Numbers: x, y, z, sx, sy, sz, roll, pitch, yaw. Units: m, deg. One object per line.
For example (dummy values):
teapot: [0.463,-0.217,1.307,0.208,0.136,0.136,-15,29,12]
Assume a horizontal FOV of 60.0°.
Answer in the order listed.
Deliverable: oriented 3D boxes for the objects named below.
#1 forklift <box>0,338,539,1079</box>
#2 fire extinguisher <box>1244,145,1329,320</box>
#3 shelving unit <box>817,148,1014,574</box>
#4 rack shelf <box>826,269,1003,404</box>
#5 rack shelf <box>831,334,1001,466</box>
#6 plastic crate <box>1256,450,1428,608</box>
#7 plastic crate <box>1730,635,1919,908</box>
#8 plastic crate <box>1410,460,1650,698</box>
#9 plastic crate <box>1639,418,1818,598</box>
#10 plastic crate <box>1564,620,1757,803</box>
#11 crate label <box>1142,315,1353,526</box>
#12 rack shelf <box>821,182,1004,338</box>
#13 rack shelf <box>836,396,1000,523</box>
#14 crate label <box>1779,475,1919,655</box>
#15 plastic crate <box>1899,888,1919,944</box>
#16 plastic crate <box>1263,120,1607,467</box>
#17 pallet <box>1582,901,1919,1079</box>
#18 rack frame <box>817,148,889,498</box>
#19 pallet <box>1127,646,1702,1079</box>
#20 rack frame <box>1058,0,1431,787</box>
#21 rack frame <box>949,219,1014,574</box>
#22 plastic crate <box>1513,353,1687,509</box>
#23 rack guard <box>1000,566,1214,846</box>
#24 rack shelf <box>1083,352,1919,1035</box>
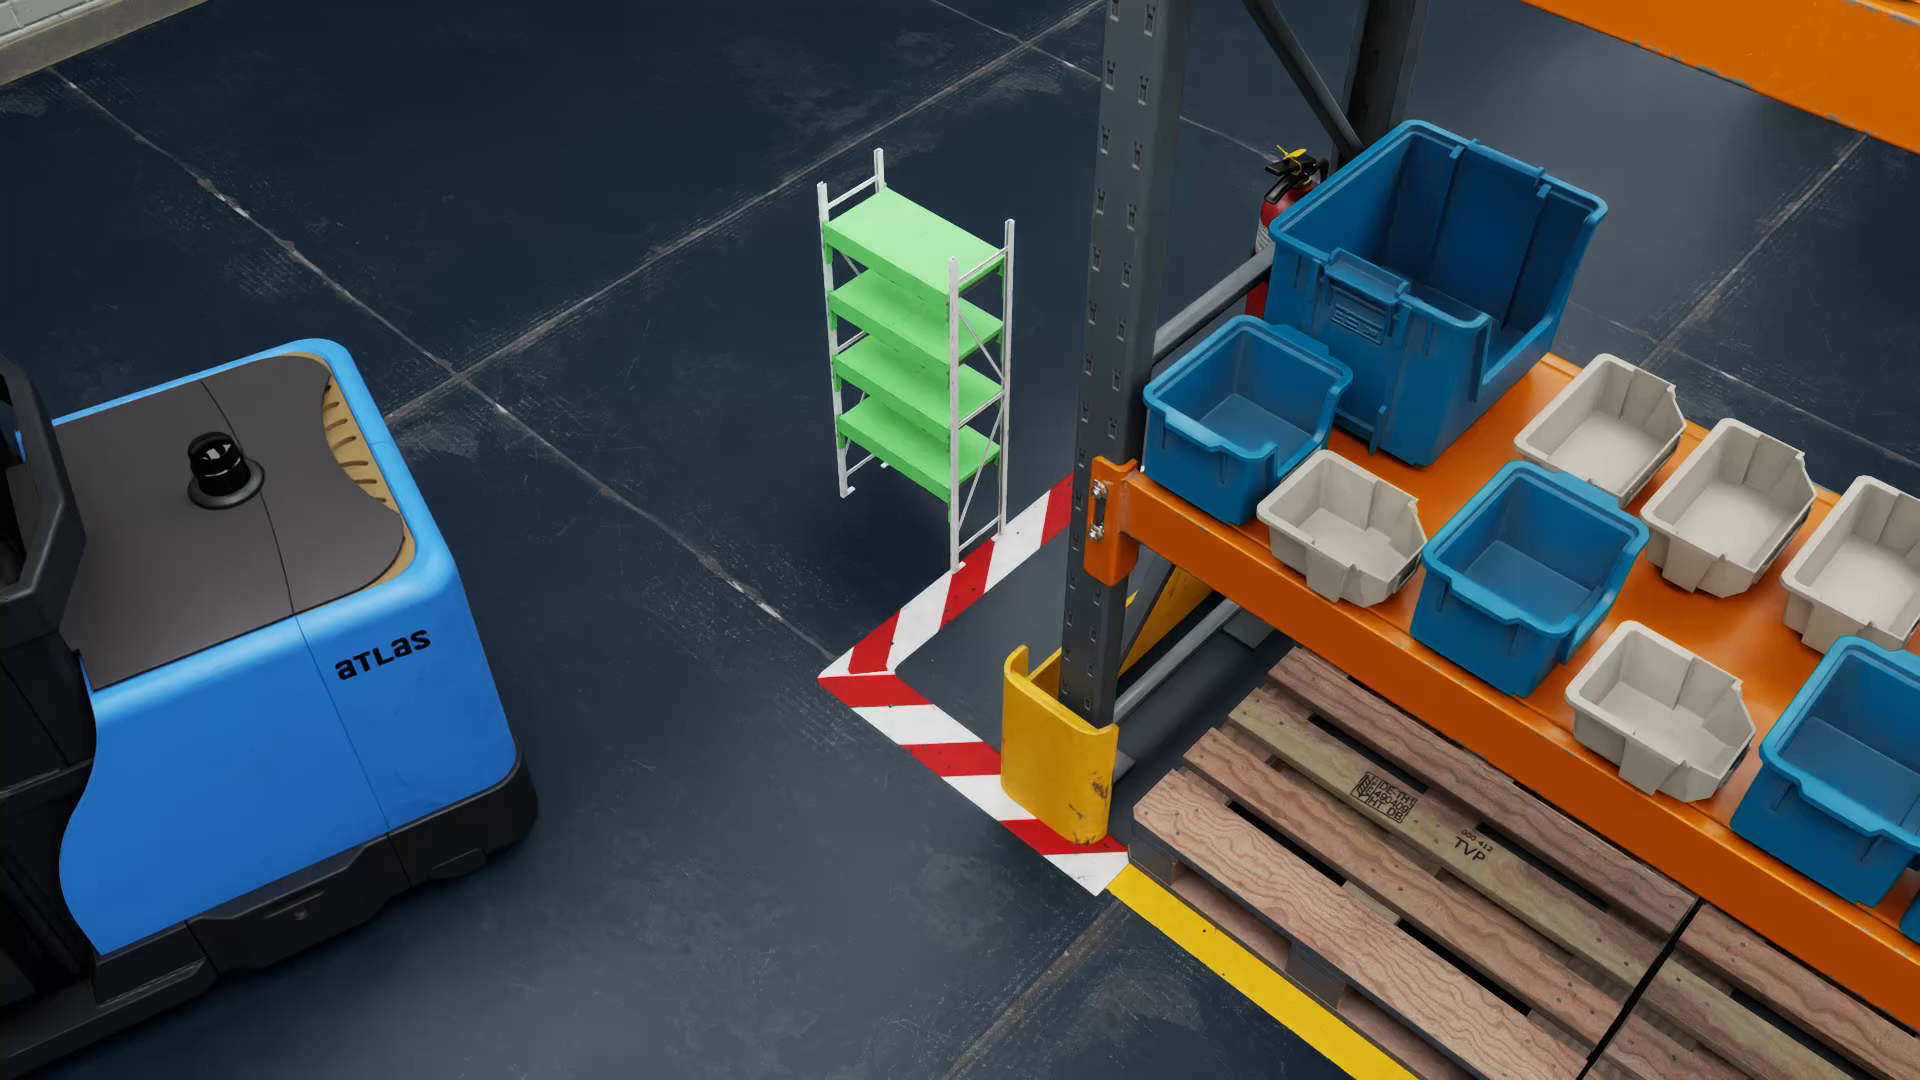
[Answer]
forklift: [-2.665,0.031,3.210,3.031,2.935,1.130,-23,51,-20]
fire extinguisher: [0.832,-0.741,4.197,0.183,0.674,0.296,34,55,28]
shelving unit: [-0.122,-0.493,4.889,0.503,1.200,0.258,34,55,28]
rack shelf: [-0.122,-0.613,4.761,0.480,0.148,0.258,34,55,28]
rack shelf: [-0.122,-0.449,4.936,0.480,0.148,0.258,34,55,28]
plastic crate: [0.772,-0.006,3.338,0.298,0.136,0.250,34,55,28]
plastic crate: [1.560,0.409,2.882,0.300,0.233,0.416,34,55,28]
plastic crate: [1.076,0.084,3.188,0.300,0.233,0.416,34,55,28]
plastic crate: [1.560,-0.050,3.379,0.243,0.136,0.396,34,55,28]
plastic crate: [1.271,0.329,3.023,0.298,0.136,0.250,34,55,28]
crate label: [0.593,-0.242,3.493,0.303,0.233,0.416,34,55,28]
rack shelf: [-0.122,-0.778,4.586,0.480,0.148,0.258,34,55,28]
rack shelf: [-0.122,-0.285,5.111,0.480,0.148,0.258,34,55,28]
crate label: [1.781,0.075,3.262,0.243,0.136,0.396,34,55,28]
plastic crate: [1.781,0.558,2.743,0.300,0.233,0.416,34,55,28]
plastic crate: [1.007,-0.544,3.638,0.499,0.435,0.616,34,55,28]
pallet: [2.106,1.409,3.782,1.213,0.211,1.003,34,55,28]
rack frame: [-0.301,-0.613,5.003,0.015,1.200,0.240,34,55,28]
pallet: [1.214,0.806,4.348,1.213,0.211,1.003,34,55,28]
rack frame: [0.634,-0.577,3.734,0.127,3.000,1.000,34,55,28]
rack frame: [0.058,-0.372,4.776,0.015,1.200,0.240,34,55,28]
plastic crate: [1.357,-0.201,3.521,0.243,0.136,0.396,34,55,28]
rack guard: [0.608,0.274,4.650,0.348,0.500,1.175,34,55,28]
rack shelf: [2.104,0.658,3.068,4.000,0.370,1.077,34,55,28]
